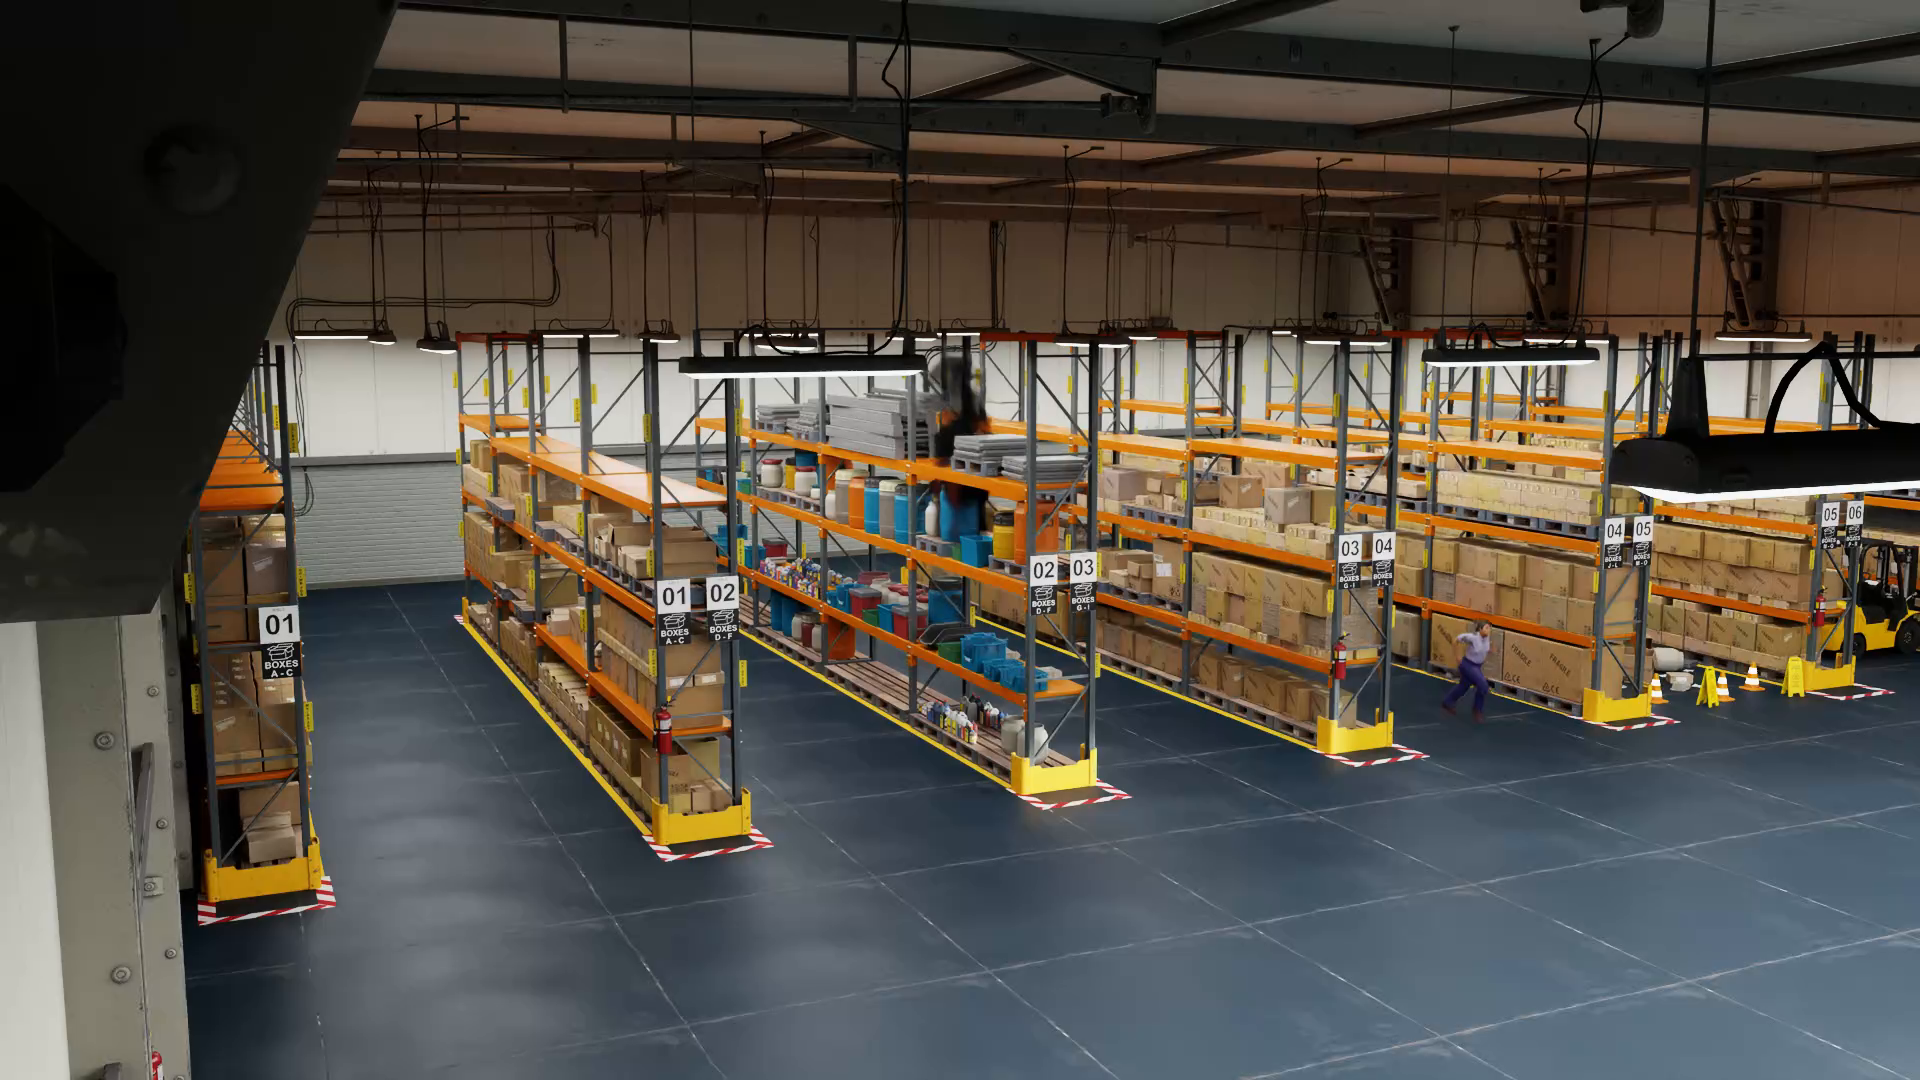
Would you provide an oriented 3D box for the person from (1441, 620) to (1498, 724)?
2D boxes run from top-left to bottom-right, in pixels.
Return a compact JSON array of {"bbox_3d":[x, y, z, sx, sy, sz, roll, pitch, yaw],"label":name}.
[{"bbox_3d":[7.979,2.037,26.074,0.909,1.641,0.597,7,10,42],"label":"person"}]

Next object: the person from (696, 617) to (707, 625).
[{"bbox_3d":[-4.713,1.458,29.751,0.657,1.771,0.863,-6,10,-37],"label":"person"}]
